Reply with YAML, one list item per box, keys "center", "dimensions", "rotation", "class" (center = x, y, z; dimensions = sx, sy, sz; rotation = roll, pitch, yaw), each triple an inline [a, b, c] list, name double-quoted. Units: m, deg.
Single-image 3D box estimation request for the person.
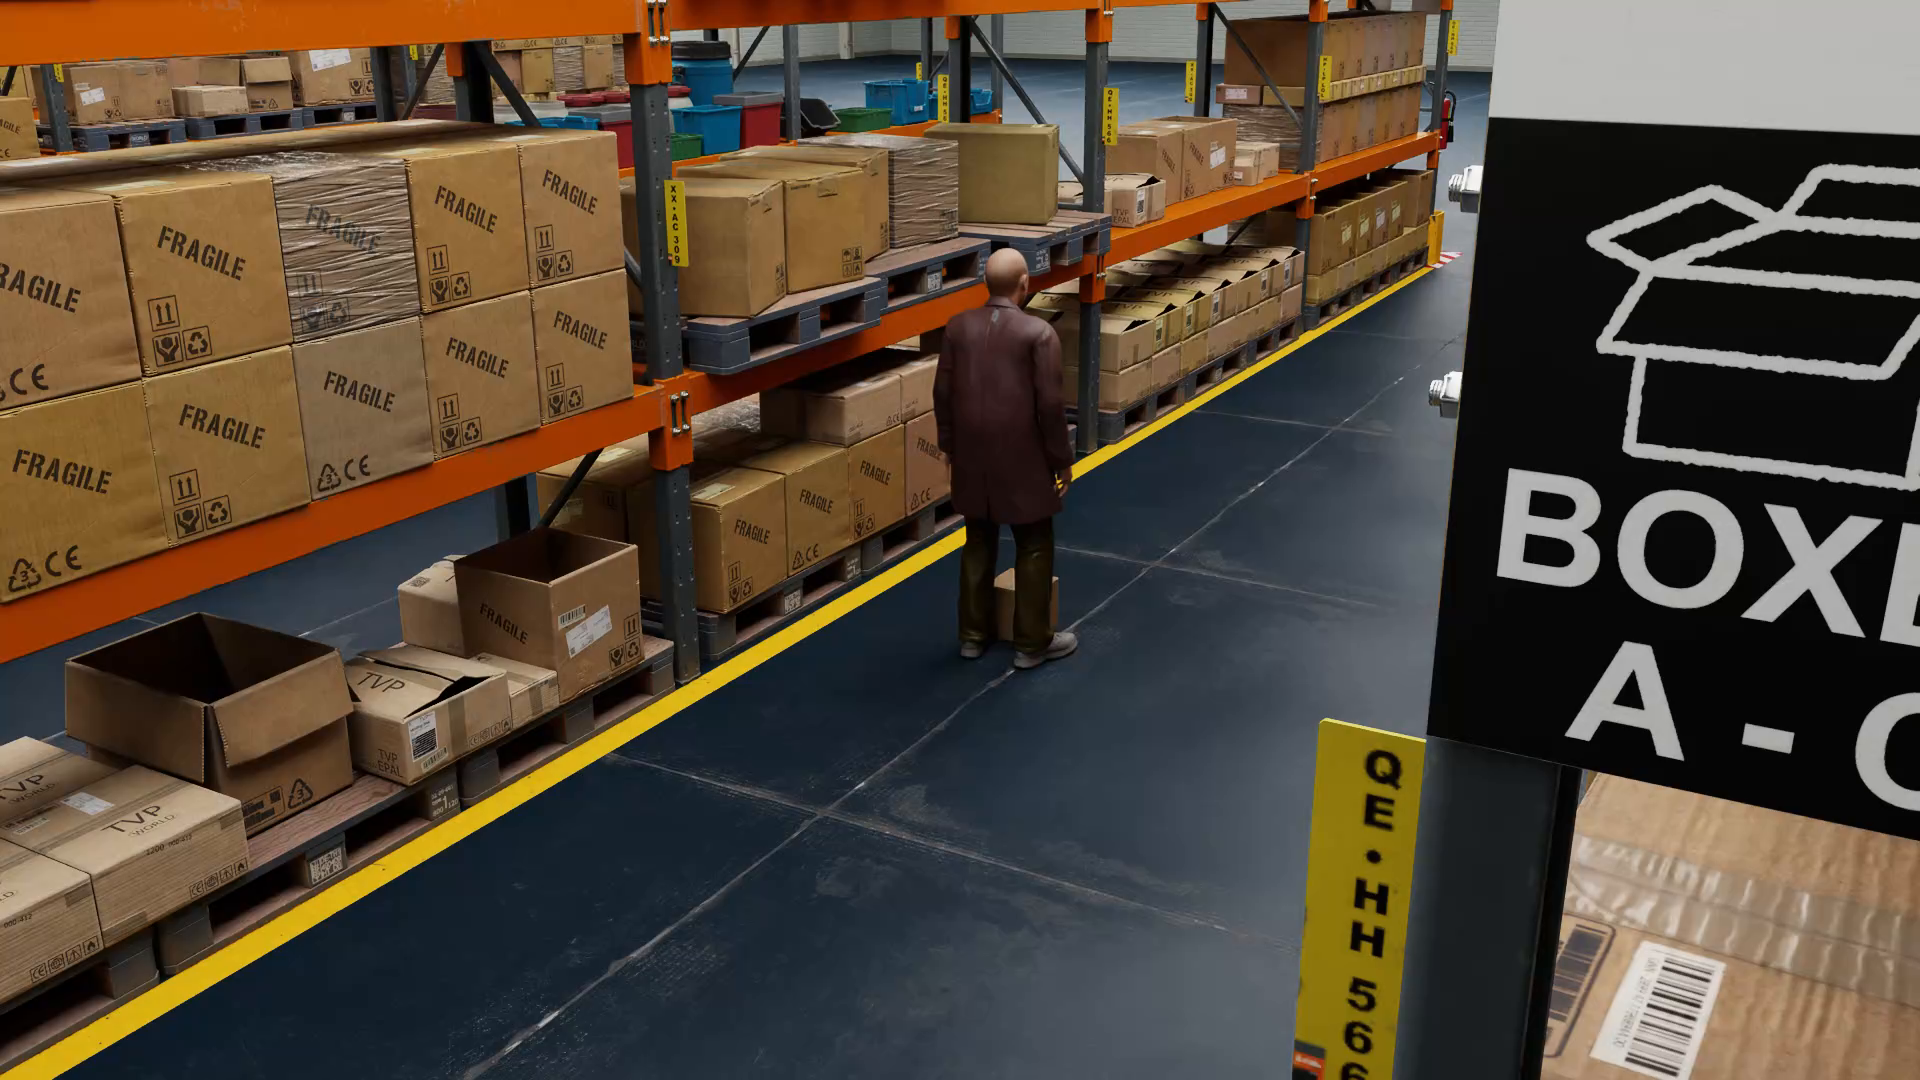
- center: [0.188, -0.345, 7.082]
  dimensions: [0.643, 1.774, 0.424]
  rotation: [10, 22, 27]
  class: "person"
